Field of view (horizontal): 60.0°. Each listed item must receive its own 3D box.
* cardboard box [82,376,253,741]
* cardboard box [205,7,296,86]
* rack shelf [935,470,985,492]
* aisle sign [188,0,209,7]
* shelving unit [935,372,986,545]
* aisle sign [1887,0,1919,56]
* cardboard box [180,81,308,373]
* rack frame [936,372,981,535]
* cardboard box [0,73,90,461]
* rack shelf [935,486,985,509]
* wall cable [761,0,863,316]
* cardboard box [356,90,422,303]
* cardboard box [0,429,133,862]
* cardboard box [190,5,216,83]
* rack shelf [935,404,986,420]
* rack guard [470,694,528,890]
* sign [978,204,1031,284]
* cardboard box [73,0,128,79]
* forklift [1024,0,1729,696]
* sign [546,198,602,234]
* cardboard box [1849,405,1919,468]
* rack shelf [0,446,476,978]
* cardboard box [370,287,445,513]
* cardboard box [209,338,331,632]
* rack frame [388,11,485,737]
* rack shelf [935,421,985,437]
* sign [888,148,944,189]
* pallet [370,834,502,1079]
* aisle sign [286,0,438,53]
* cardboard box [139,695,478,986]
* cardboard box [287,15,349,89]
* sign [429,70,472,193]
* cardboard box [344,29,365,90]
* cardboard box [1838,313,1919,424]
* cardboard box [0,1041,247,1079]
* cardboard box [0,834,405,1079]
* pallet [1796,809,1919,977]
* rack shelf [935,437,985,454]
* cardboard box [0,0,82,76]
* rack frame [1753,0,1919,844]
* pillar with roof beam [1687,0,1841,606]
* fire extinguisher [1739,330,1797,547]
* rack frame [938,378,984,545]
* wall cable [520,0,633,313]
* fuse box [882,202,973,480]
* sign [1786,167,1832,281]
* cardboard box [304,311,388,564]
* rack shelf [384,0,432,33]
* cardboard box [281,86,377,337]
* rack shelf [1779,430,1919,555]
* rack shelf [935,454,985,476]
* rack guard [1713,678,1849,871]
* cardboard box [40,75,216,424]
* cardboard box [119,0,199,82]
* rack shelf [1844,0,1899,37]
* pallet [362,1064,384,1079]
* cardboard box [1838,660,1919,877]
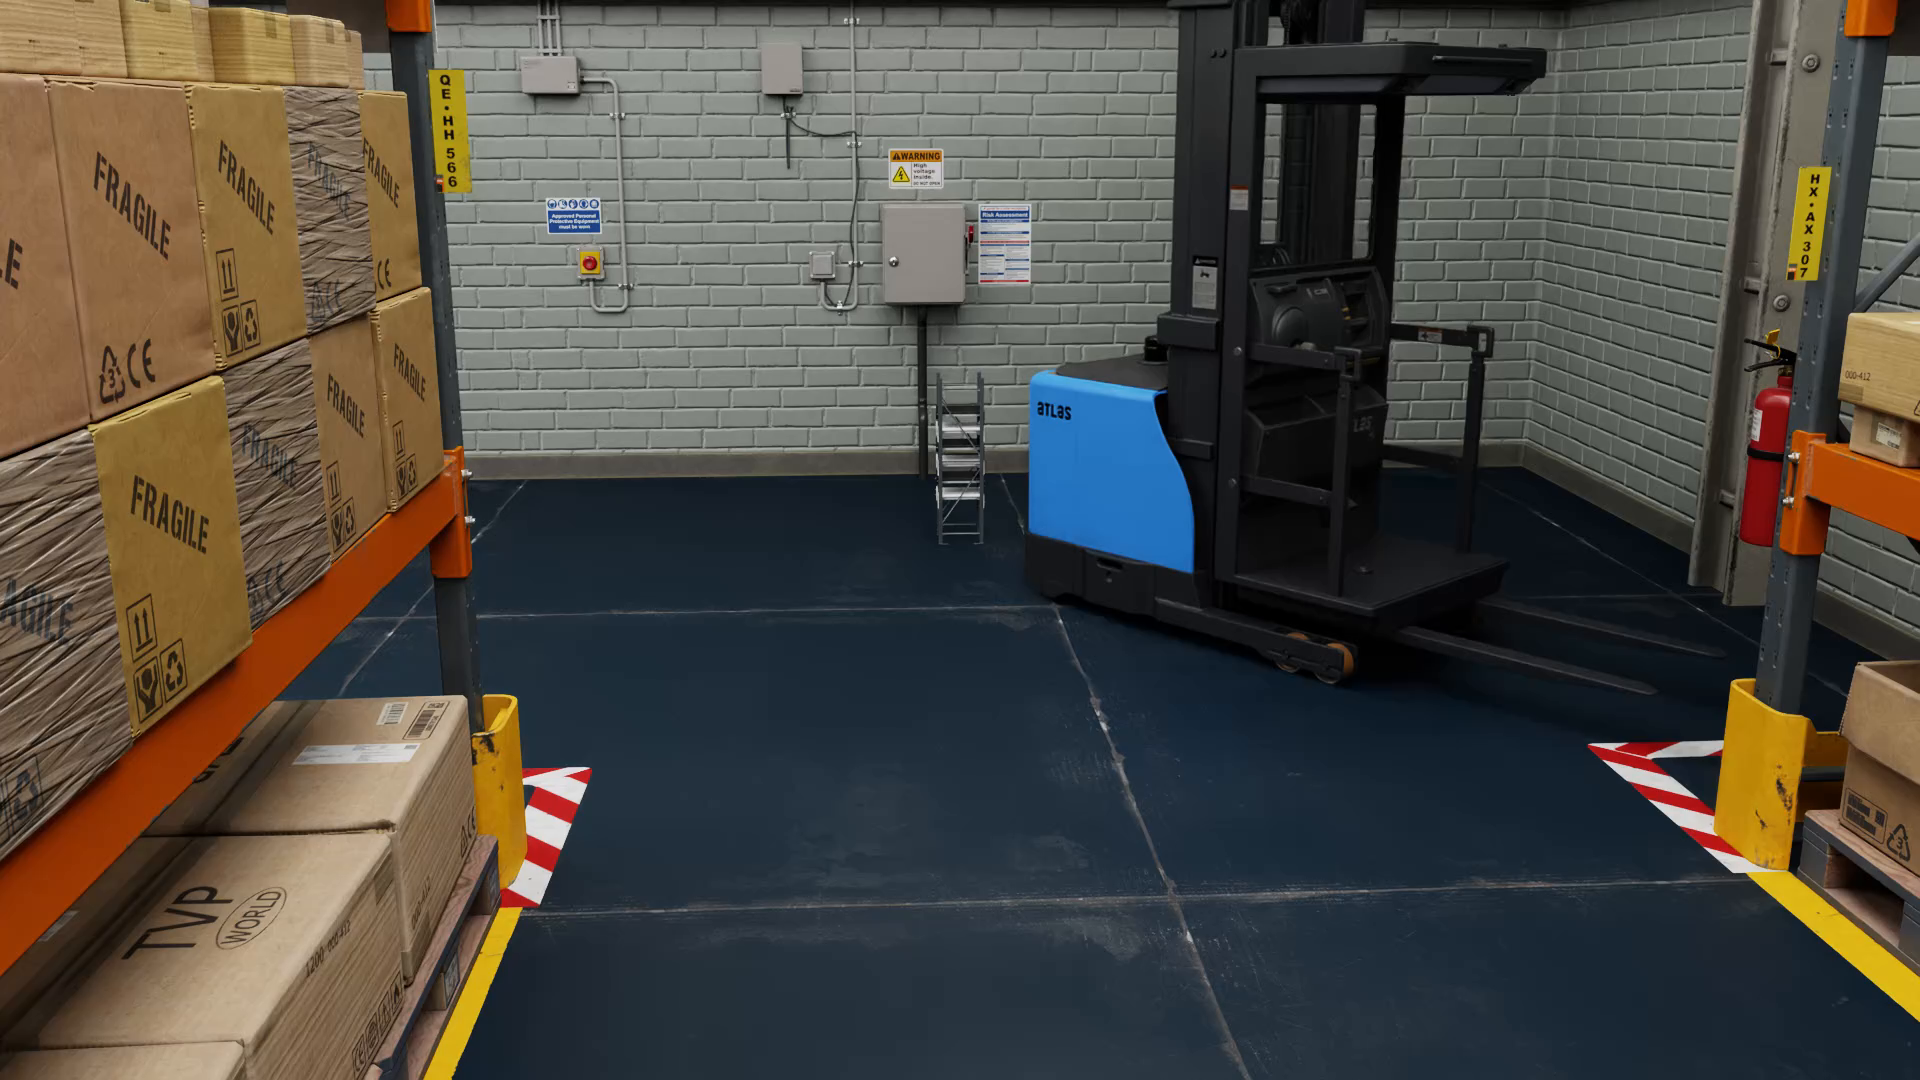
[{"bbox_3d":[-1.538,0.016,2.743,0.500,0.500,0.500,0,14,-2],"label":"cardboard box"},{"bbox_3d":[-1.598,-1.004,3.400,0.380,0.149,0.250,-1,14,-2],"label":"cardboard box"},{"bbox_3d":[-0.001,-0.318,8.953,0.258,0.077,0.200,-1,14,-3],"label":"rack shelf"},{"bbox_3d":[-2.228,-1.705,4.416,0.394,0.787,0.004,-1,14,-3],"label":"aisle sign"},{"bbox_3d":[-0.001,-0.438,8.922,0.258,0.900,0.210,-1,14,-3],"label":"shelving unit"},{"bbox_3d":[2.722,-1.781,4.713,0.394,0.787,0.004,-1,14,-3],"label":"aisle sign"},{"bbox_3d":[-1.578,-0.596,3.117,0.500,0.500,0.500,-1,14,-4],"label":"cardboard box"},{"bbox_3d":[-0.007,-0.463,9.020,0.240,0.900,0.006,-1,14,-3],"label":"rack frame"},{"bbox_3d":[-1.520,-0.346,2.143,0.500,0.500,0.500,-1,14,-2],"label":"cardboard box"},{"bbox_3d":[-0.001,-0.231,8.975,0.258,0.077,0.200,-1,14,-3],"label":"rack shelf"},{"bbox_3d":[-0.892,-2.351,10.106,0.588,1.984,0.122,-1,14,-3],"label":"wall cable"},{"bbox_3d":[-1.667,-0.849,4.099,0.500,0.500,0.500,0,14,-2],"label":"cardboard box"},{"bbox_3d":[-1.506,0.144,2.245,0.500,0.500,0.500,-1,14,-3],"label":"cardboard box"},{"bbox_3d":[-1.653,-0.938,3.143,0.380,0.149,0.250,-1,14,-4],"label":"cardboard box"},{"bbox_3d":[-0.001,-0.667,8.863,0.258,0.077,0.200,-1,14,-3],"label":"rack shelf"},{"bbox_3d":[-1.936,0.772,5.022,1.175,0.500,0.348,-1,14,-3],"label":"rack guard"},{"bbox_3d":[0.279,-1.844,10.363,0.329,0.494,0.001,-1,14,-3],"label":"sign"},{"bbox_3d":[-1.581,-0.811,2.650,0.380,0.149,0.250,0,14,-2],"label":"cardboard box"},{"bbox_3d":[1.687,-0.979,6.949,1.130,2.935,3.031,-13,20,-42],"label":"forklift"},{"bbox_3d":[-2.359,-1.980,10.159,0.327,0.218,0.001,-1,14,-3],"label":"sign"},{"bbox_3d":[2.766,-0.302,4.686,0.380,0.149,0.250,-1,14,-4],"label":"cardboard box"},{"bbox_3d":[-1.811,0.413,2.844,1.077,0.370,4.000,-1,14,-3],"label":"rack shelf"},{"bbox_3d":[-1.640,-0.365,4.224,0.500,0.500,0.500,-1,14,-3],"label":"cardboard box"},{"bbox_3d":[-1.583,-0.112,3.242,0.500,0.500,0.500,0,14,-2],"label":"cardboard box"},{"bbox_3d":[-1.935,-0.432,4.687,1.000,3.000,0.127,-1,14,-3],"label":"rack frame"},{"bbox_3d":[-0.001,-0.580,8.886,0.258,0.077,0.200,-1,14,-3],"label":"rack shelf"},{"bbox_3d":[-0.270,-2.281,10.215,0.339,0.242,0.001,-1,14,-3],"label":"sign"},{"bbox_3d":[-1.807,1.116,4.267,1.003,0.211,1.213,-1,14,-3],"label":"pallet"},{"bbox_3d":[-1.630,-1.714,4.452,0.394,0.787,0.004,-1,14,-3],"label":"aisle sign"},{"bbox_3d":[-1.794,0.768,4.322,0.875,0.438,0.875,-1,14,-5],"label":"cardboard box"},{"bbox_3d":[-1.573,-1.067,3.646,0.380,0.149,0.250,-1,14,-4],"label":"cardboard box"},{"bbox_3d":[-1.392,-1.113,4.533,0.100,0.325,0.005,-1,14,-3],"label":"sign"},{"bbox_3d":[-1.712,-1.193,4.135,0.380,0.149,0.250,-1,14,-3],"label":"cardboard box"},{"bbox_3d":[2.779,-0.464,4.516,0.500,0.250,0.500,-1,14,-3],"label":"cardboard box"},{"bbox_3d":[-1.675,1.219,2.566,0.875,0.438,0.875,-1,14,-5],"label":"cardboard box"},{"bbox_3d":[-1.729,0.995,3.438,0.875,0.438,0.875,0,14,-2],"label":"cardboard box"},{"bbox_3d":[3.074,1.058,4.492,1.003,0.211,1.213,-1,14,-3],"label":"pallet"},{"bbox_3d":[-0.001,-0.493,8.908,0.258,0.077,0.200,-1,14,-3],"label":"rack shelf"},{"bbox_3d":[-1.523,-0.746,2.397,0.380,0.149,0.250,-1,14,-3],"label":"cardboard box"},{"bbox_3d":[3.019,-0.510,4.989,1.000,3.000,0.127,-1,14,-3],"label":"rack frame"},{"bbox_3d":[-0.545,-4.033,6.643,9.100,9.000,0.400,-1,14,-3],"label":"pillar with roof beam"},{"bbox_3d":[2.549,-0.321,5.159,0.296,0.674,0.183,-1,14,-3],"label":"fire extinguisher"},{"bbox_3d":[0.006,-0.413,8.824,0.240,0.900,0.006,-1,14,-3],"label":"rack frame"},{"bbox_3d":[-2.307,-2.342,10.006,0.585,1.953,0.123,-1,14,-3],"label":"wall cable"},{"bbox_3d":[-0.202,-1.207,10.282,0.539,1.711,0.414,-1,14,-3],"label":"fuse box"},{"bbox_3d":[2.478,-0.921,4.848,0.100,0.325,0.005,-1,14,-3],"label":"sign"},{"bbox_3d":[-1.624,-0.240,3.738,0.500,0.500,0.500,-1,14,-5],"label":"cardboard box"},{"bbox_3d":[-1.811,-1.039,2.470,1.077,0.370,4.000,-1,14,-3],"label":"rack shelf"},{"bbox_3d":[-1.605,-0.719,3.595,0.500,0.500,0.500,-1,14,-3],"label":"cardboard box"},{"bbox_3d":[3.143,0.336,3.145,1.077,0.370,4.000,-1,14,-3],"label":"rack shelf"},{"bbox_3d":[-0.001,-0.406,8.930,0.258,0.077,0.200,-1,14,-3],"label":"rack shelf"},{"bbox_3d":[3.024,0.719,5.227,1.175,0.500,0.348,-1,14,-3],"label":"rack guard"},{"bbox_3d":[-1.549,-0.471,2.631,0.500,0.500,0.500,-1,14,-4],"label":"cardboard box"},{"bbox_3d":[-1.579,-0.877,2.904,0.380,0.149,0.250,-1,14,-2],"label":"cardboard box"},{"bbox_3d":[3.143,-1.117,2.771,1.077,0.370,4.000,-1,14,-3],"label":"rack shelf"},{"bbox_3d":[-1.734,1.418,3.090,1.003,0.211,1.213,-1,14,-3],"label":"pallet"},{"bbox_3d":[2.963,0.649,4.651,0.797,0.503,0.637,-1,15,-6],"label":"cardboard box"}]
